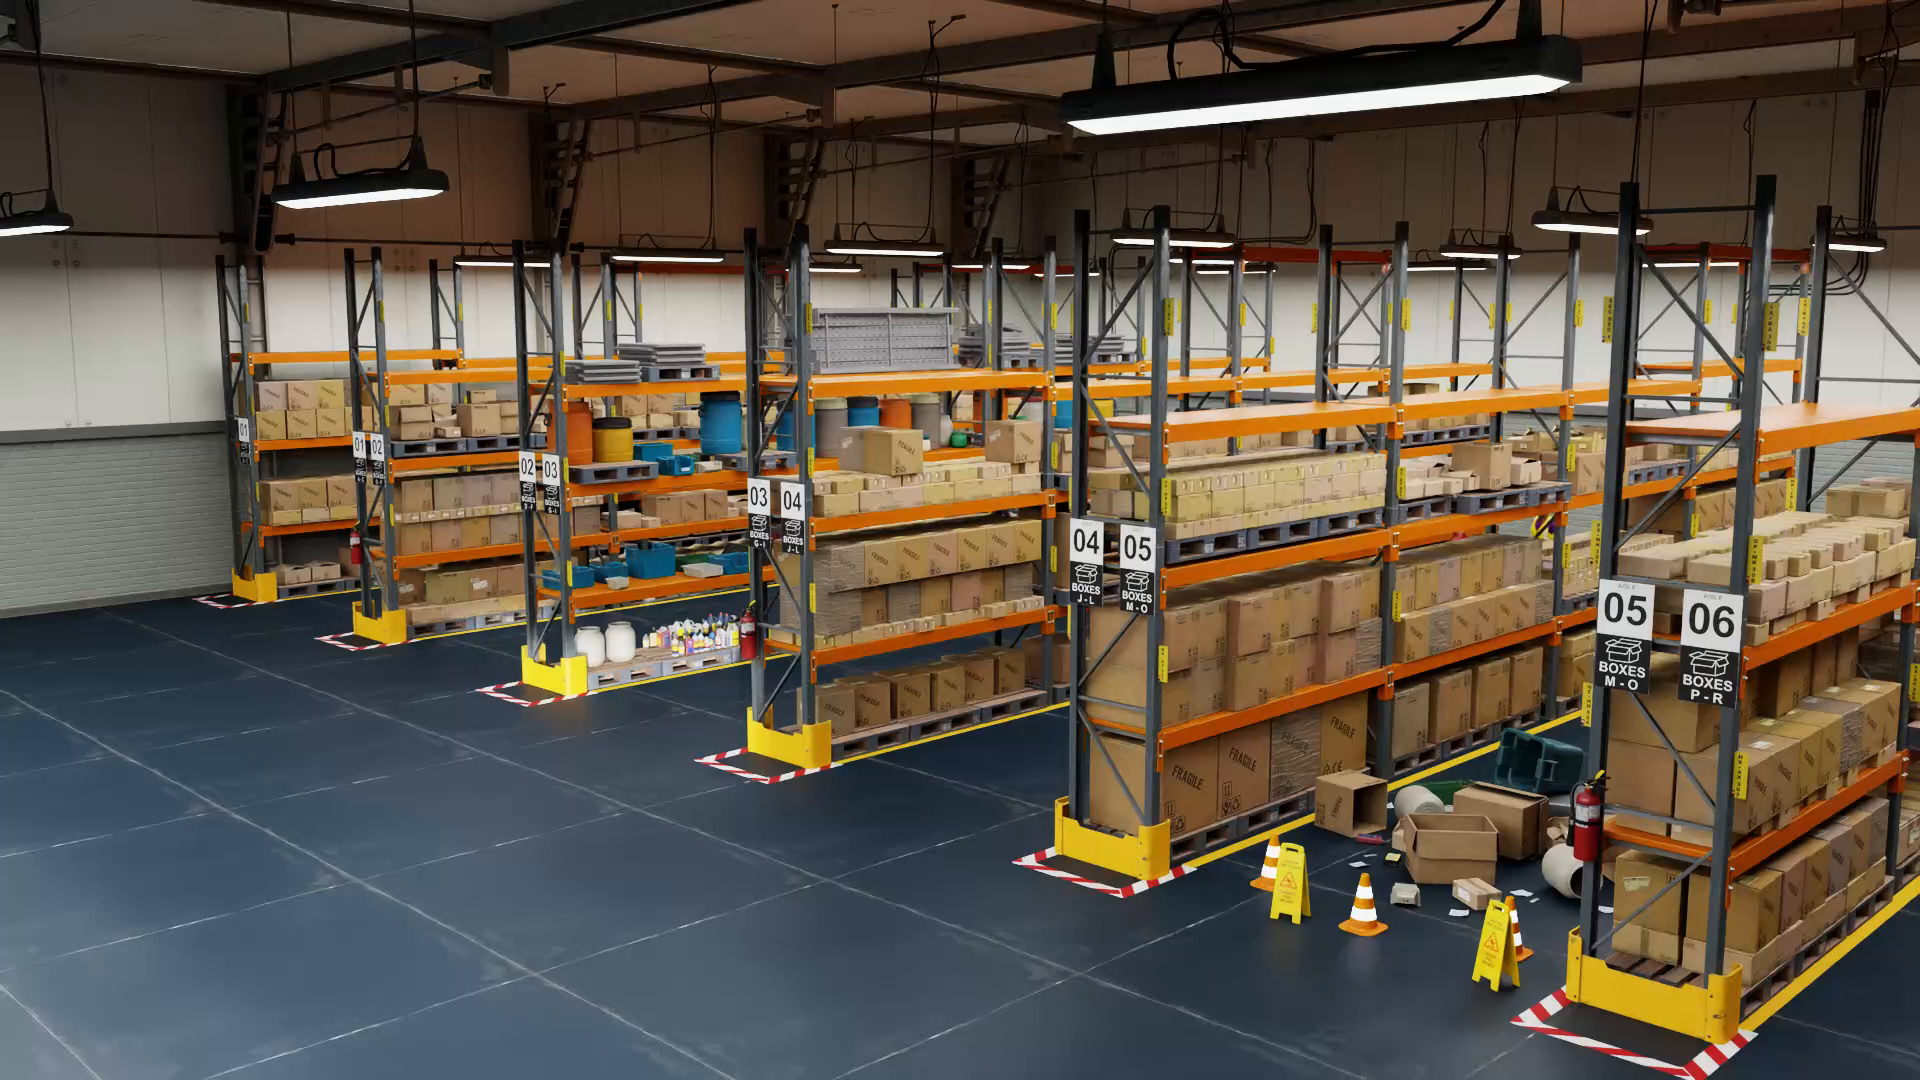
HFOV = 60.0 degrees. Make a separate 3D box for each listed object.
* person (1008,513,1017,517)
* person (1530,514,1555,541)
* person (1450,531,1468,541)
[{"bbox_3d":[0.969,0.373,26.617,0.940,1.621,0.618,-7,11,-42],"label":"person"},{"bbox_3d":[10.189,0.208,29.028,0.646,1.783,0.762,6,10,37],"label":"person"},{"bbox_3d":[7.934,0.536,26.637,0.547,1.737,0.406,-7,11,-42],"label":"person"}]
